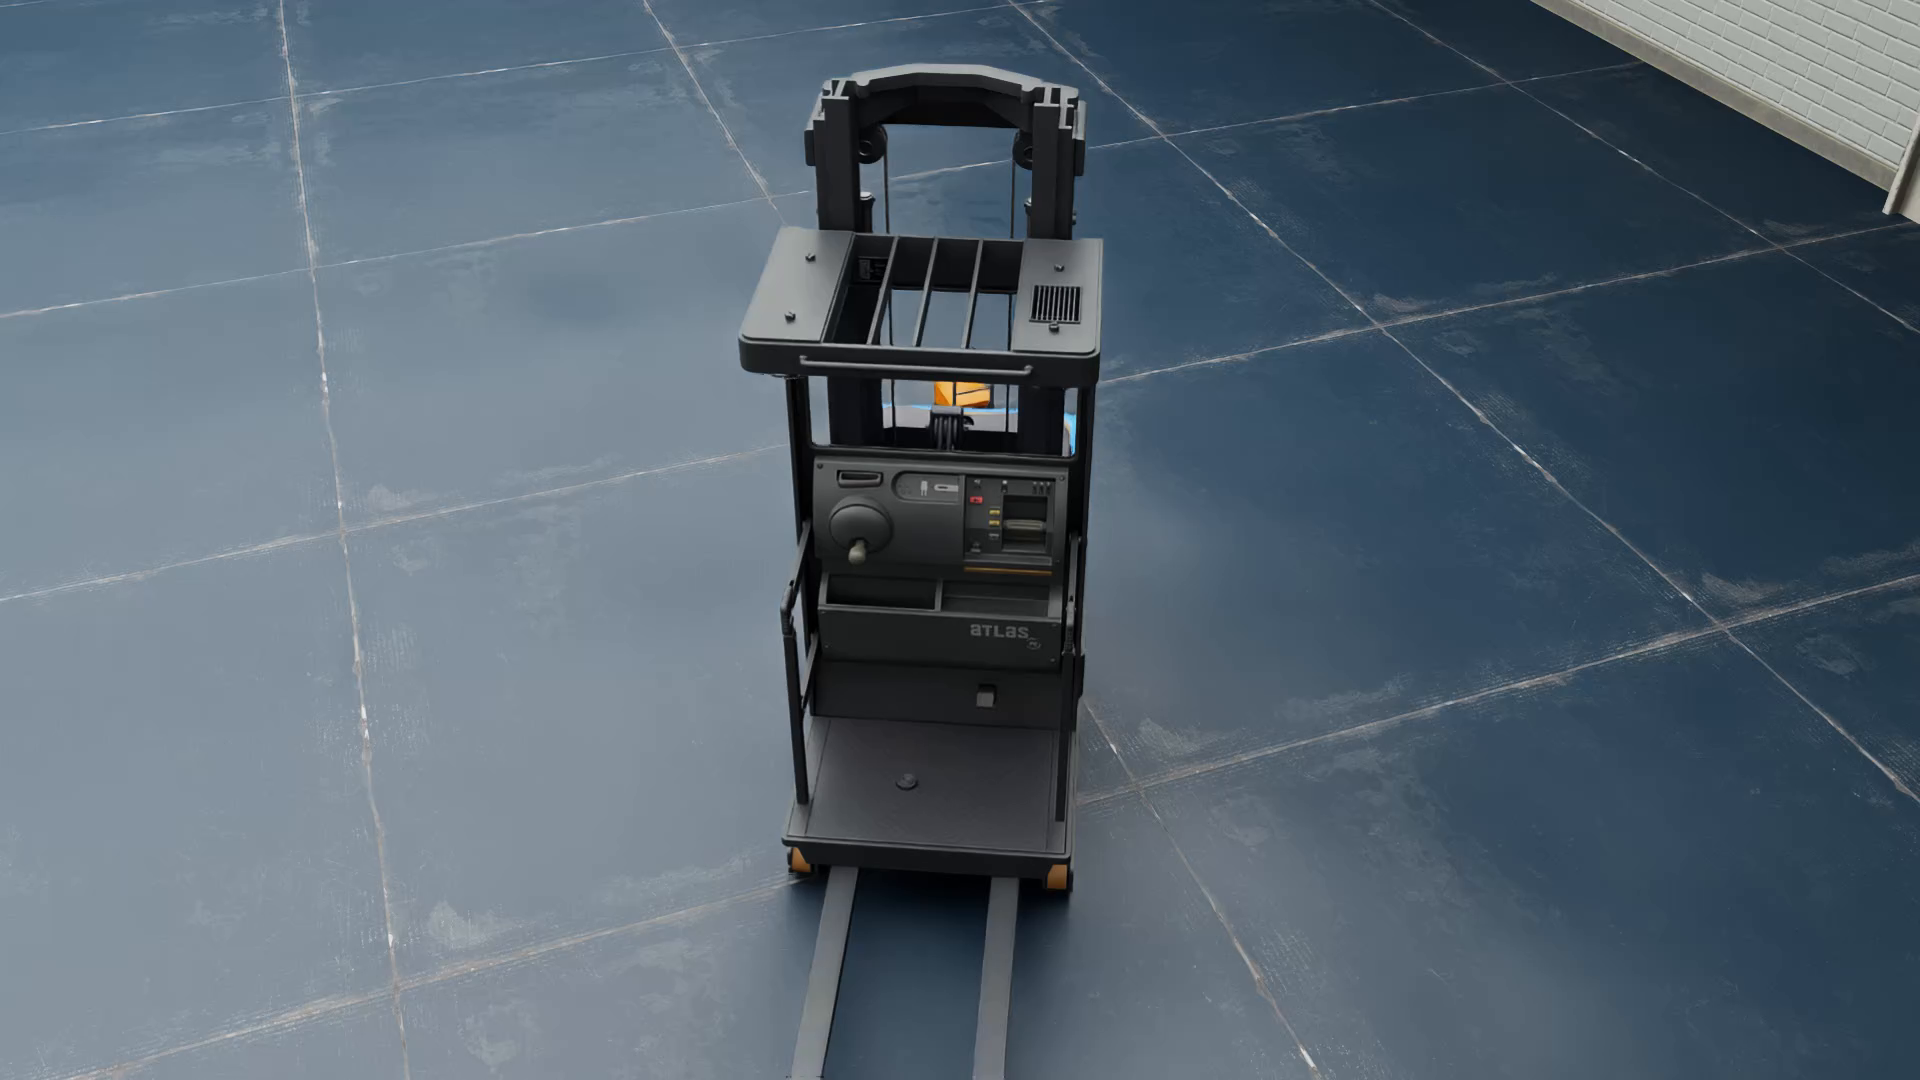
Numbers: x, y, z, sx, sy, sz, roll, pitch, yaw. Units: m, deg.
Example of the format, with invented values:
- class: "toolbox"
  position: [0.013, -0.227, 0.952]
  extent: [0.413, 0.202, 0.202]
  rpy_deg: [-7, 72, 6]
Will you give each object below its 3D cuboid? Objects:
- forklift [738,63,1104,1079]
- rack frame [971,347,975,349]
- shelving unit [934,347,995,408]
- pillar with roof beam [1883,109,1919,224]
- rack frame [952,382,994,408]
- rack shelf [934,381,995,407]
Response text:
- class: "forklift"
  position: [-0.089, -0.020, 5.901]
  extent: [1.130, 2.935, 3.031]
  rpy_deg: [3, 37, 4]
- class: "rack frame"
  position: [-0.024, -0.458, 8.046]
  extent: [0.200, 1.050, 0.008]
  rpy_deg: [-12, 39, -16]
- class: "shelving unit"
  position: [0.018, -0.389, 7.954]
  extent: [0.215, 1.050, 0.252]
  rpy_deg: [-12, 39, -16]
- class: "pillar with roof beam"
  position: [2.417, -4.852, 7.272]
  extent: [9.100, 9.000, 0.400]
  rpy_deg: [-12, 39, -16]
- class: "rack frame"
  position: [0.060, -0.320, 7.863]
  extent: [0.200, 1.050, 0.008]
  rpy_deg: [-12, 39, -16]
- class: "rack shelf"
  position: [0.018, -0.607, 7.790]
  extent: [0.215, 0.259, 0.240]
  rpy_deg: [-12, 39, -16]
